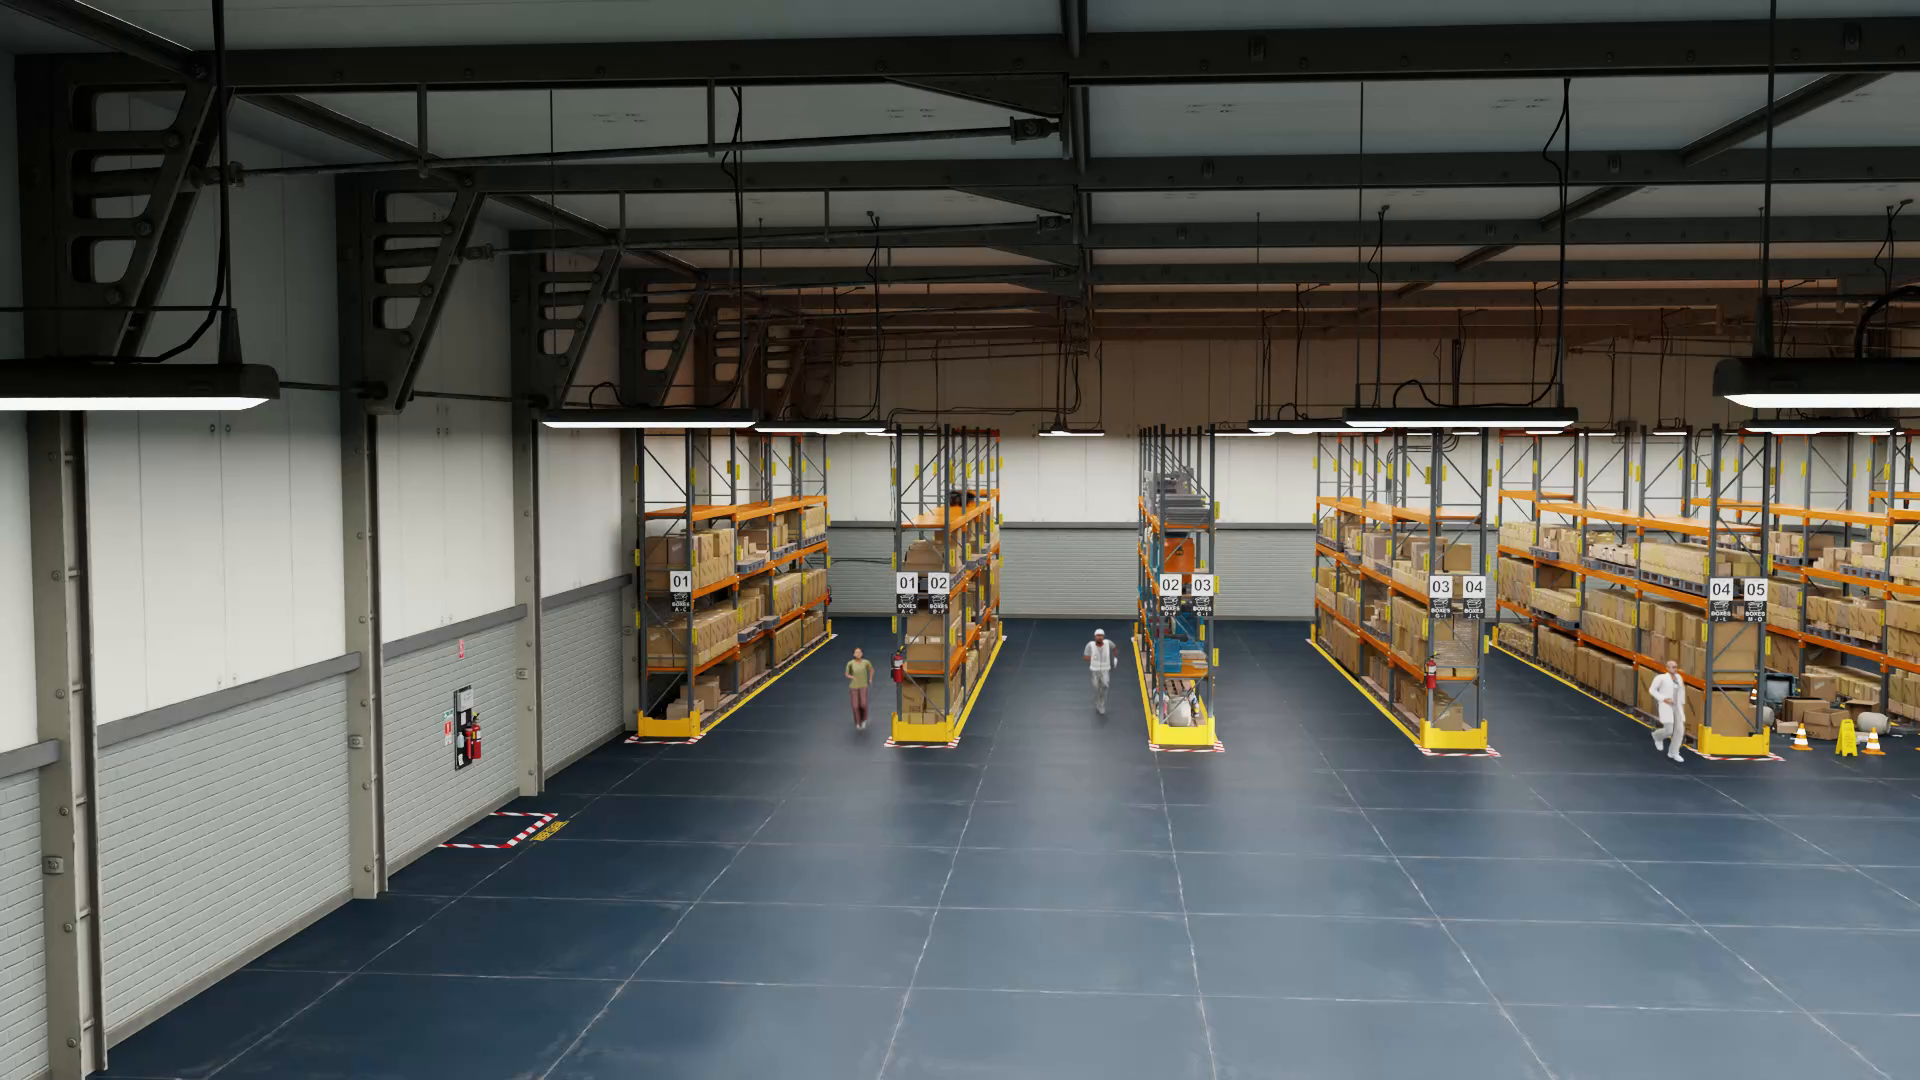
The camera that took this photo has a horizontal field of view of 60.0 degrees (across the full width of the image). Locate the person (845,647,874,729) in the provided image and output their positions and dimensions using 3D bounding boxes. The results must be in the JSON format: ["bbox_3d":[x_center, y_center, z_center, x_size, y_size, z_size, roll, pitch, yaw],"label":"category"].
[{"bbox_3d":[-1.976,2.904,32.575,0.556,1.635,0.616,0,3,-1],"label":"person"}]

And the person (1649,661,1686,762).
[{"bbox_3d":[12.726,3.046,29.856,0.742,1.770,0.802,-1,4,-10],"label":"person"}]

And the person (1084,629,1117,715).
[{"bbox_3d":[2.926,2.728,34.636,0.715,1.780,0.833,0,3,1],"label":"person"}]
